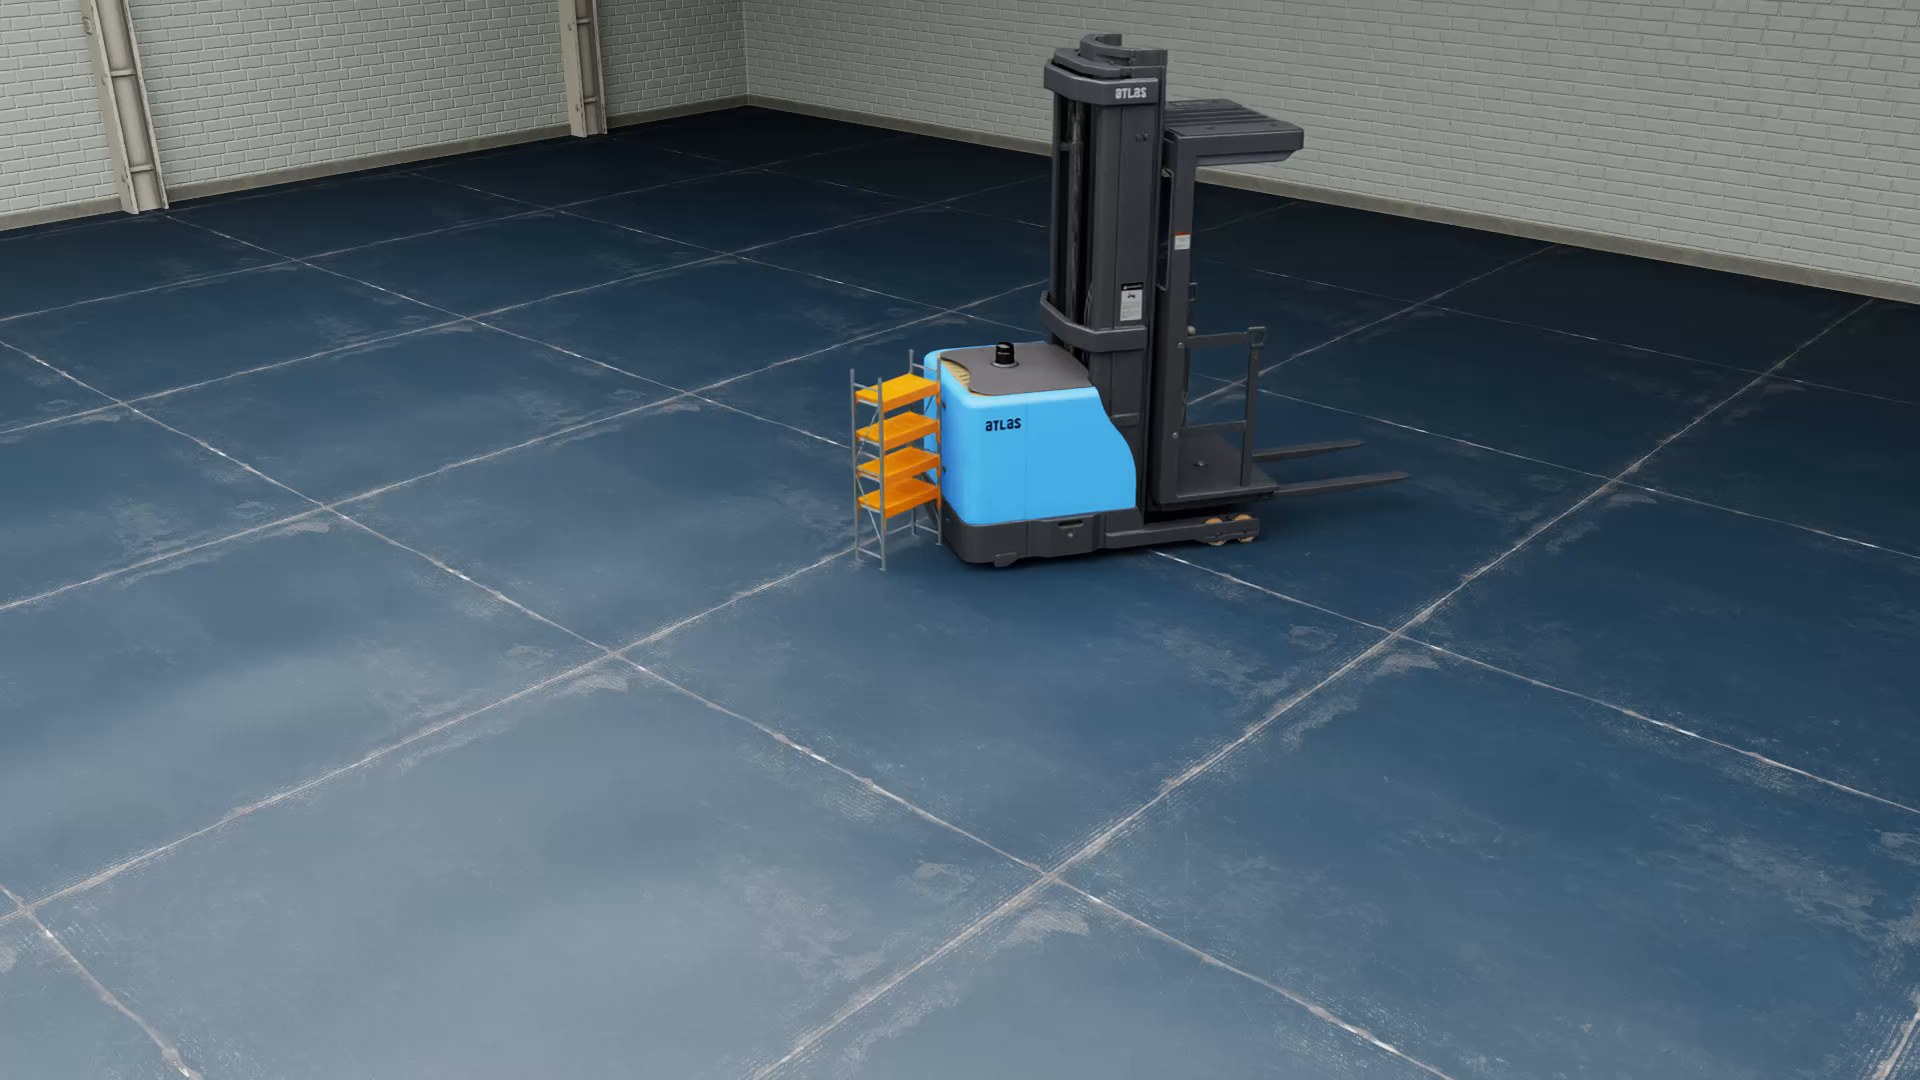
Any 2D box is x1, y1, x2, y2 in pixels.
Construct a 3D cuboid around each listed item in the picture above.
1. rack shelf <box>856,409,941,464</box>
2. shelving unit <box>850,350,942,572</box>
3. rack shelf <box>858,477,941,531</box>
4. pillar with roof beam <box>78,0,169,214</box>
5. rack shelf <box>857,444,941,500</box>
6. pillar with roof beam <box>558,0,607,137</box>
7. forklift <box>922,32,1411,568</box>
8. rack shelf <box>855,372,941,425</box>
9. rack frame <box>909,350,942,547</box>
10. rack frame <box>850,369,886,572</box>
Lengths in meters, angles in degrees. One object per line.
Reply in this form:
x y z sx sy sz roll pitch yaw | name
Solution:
-0.368 -0.610 9.761 0.258 0.148 0.480 20 31 38 | rack shelf
-0.368 -0.467 9.825 0.258 1.200 0.503 20 31 38 | shelving unit
-0.368 -0.224 9.934 0.258 0.148 0.480 20 31 38 | rack shelf
-5.822 -6.601 13.973 9.100 9.000 0.400 20 31 38 | pillar with roof beam
-0.368 -0.406 9.852 0.258 0.148 0.480 20 31 38 | rack shelf
-1.818 -8.429 18.050 9.100 9.000 0.400 20 31 38 | pillar with roof beam
1.338 -1.501 10.016 3.031 2.935 1.130 -7 25 -15 | forklift
-0.368 -0.826 9.664 0.258 0.148 0.480 20 31 38 | rack shelf
-0.205 -0.541 9.990 0.240 1.200 0.015 20 31 38 | rack frame
-0.532 -0.393 9.659 0.240 1.200 0.015 20 31 38 | rack frame
